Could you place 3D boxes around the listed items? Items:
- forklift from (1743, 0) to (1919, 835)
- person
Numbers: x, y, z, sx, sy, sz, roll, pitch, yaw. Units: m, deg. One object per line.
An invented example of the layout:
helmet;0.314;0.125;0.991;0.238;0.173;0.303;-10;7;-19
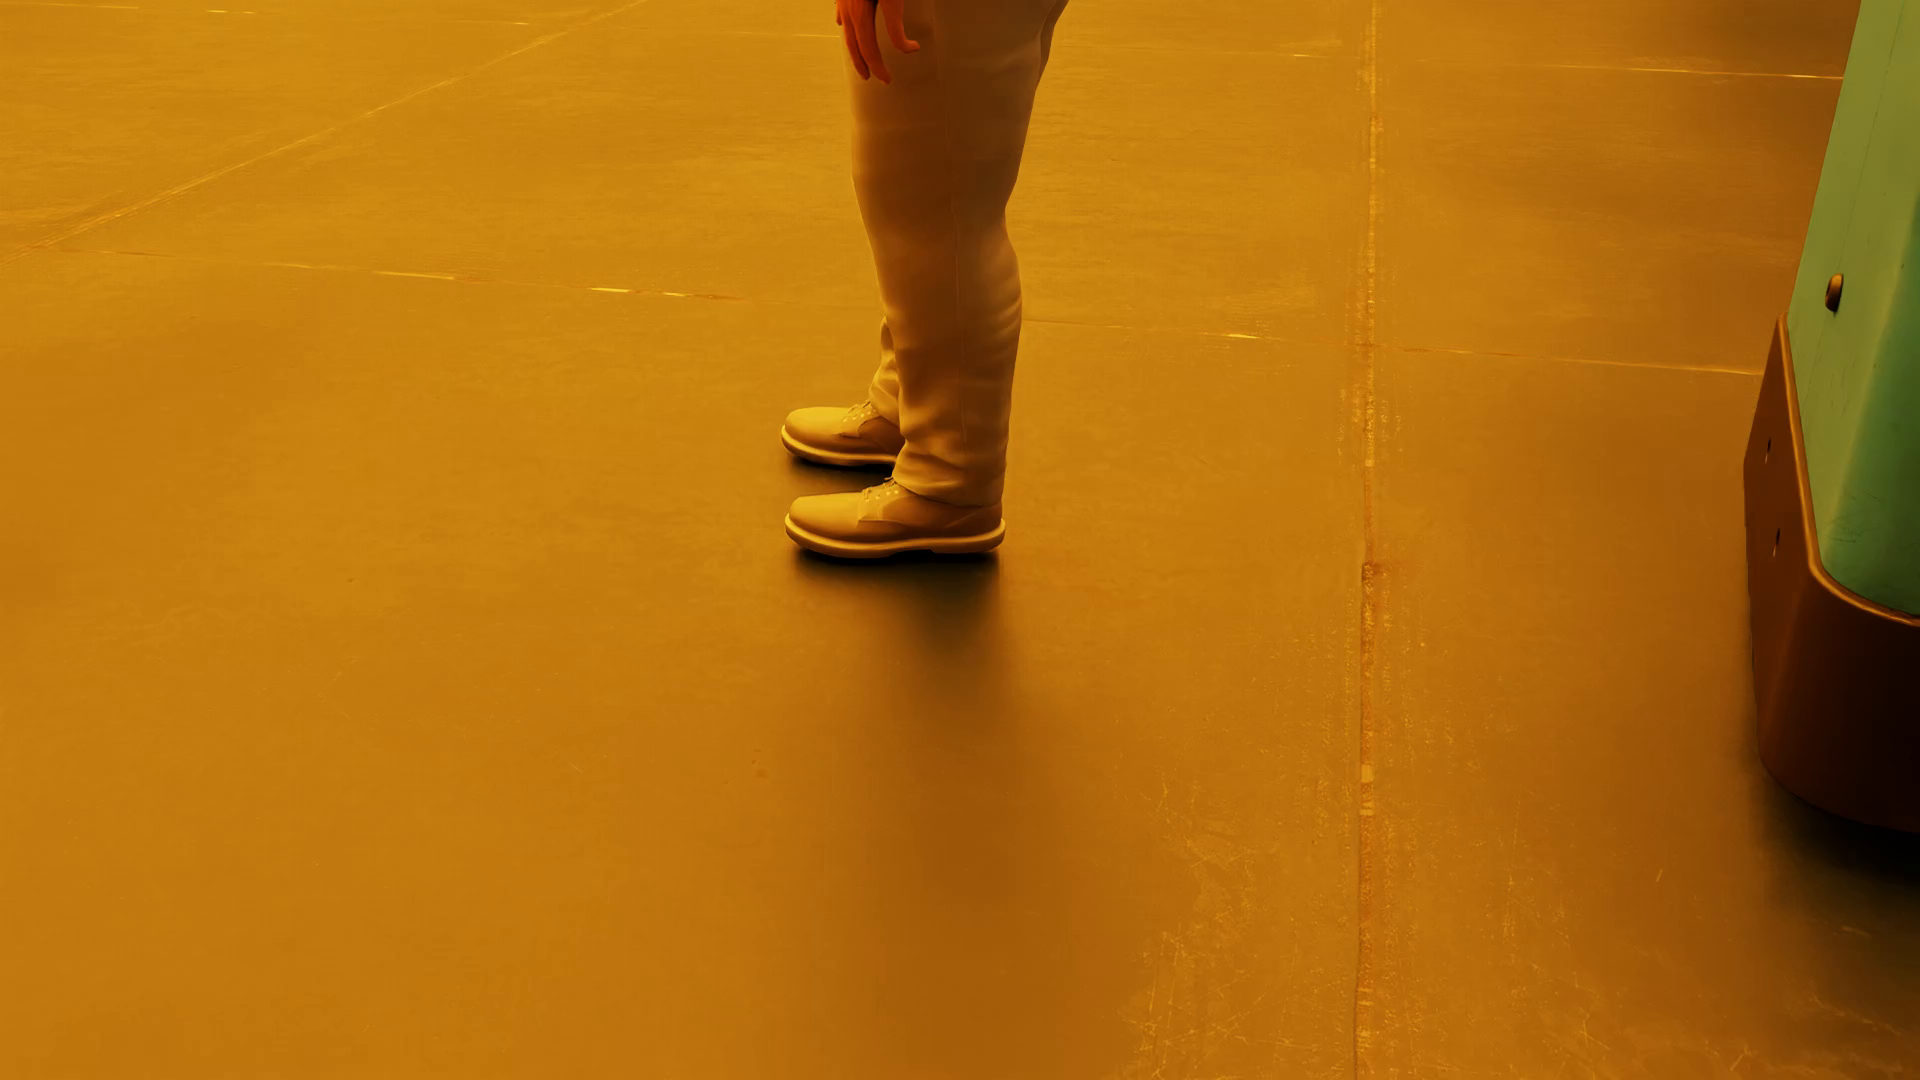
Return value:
forklift;2.460;-0.929;1.088;3.031;2.935;1.130;10;28;19
person;-0.074;-0.815;2.120;0.574;1.780;0.641;6;27;11
